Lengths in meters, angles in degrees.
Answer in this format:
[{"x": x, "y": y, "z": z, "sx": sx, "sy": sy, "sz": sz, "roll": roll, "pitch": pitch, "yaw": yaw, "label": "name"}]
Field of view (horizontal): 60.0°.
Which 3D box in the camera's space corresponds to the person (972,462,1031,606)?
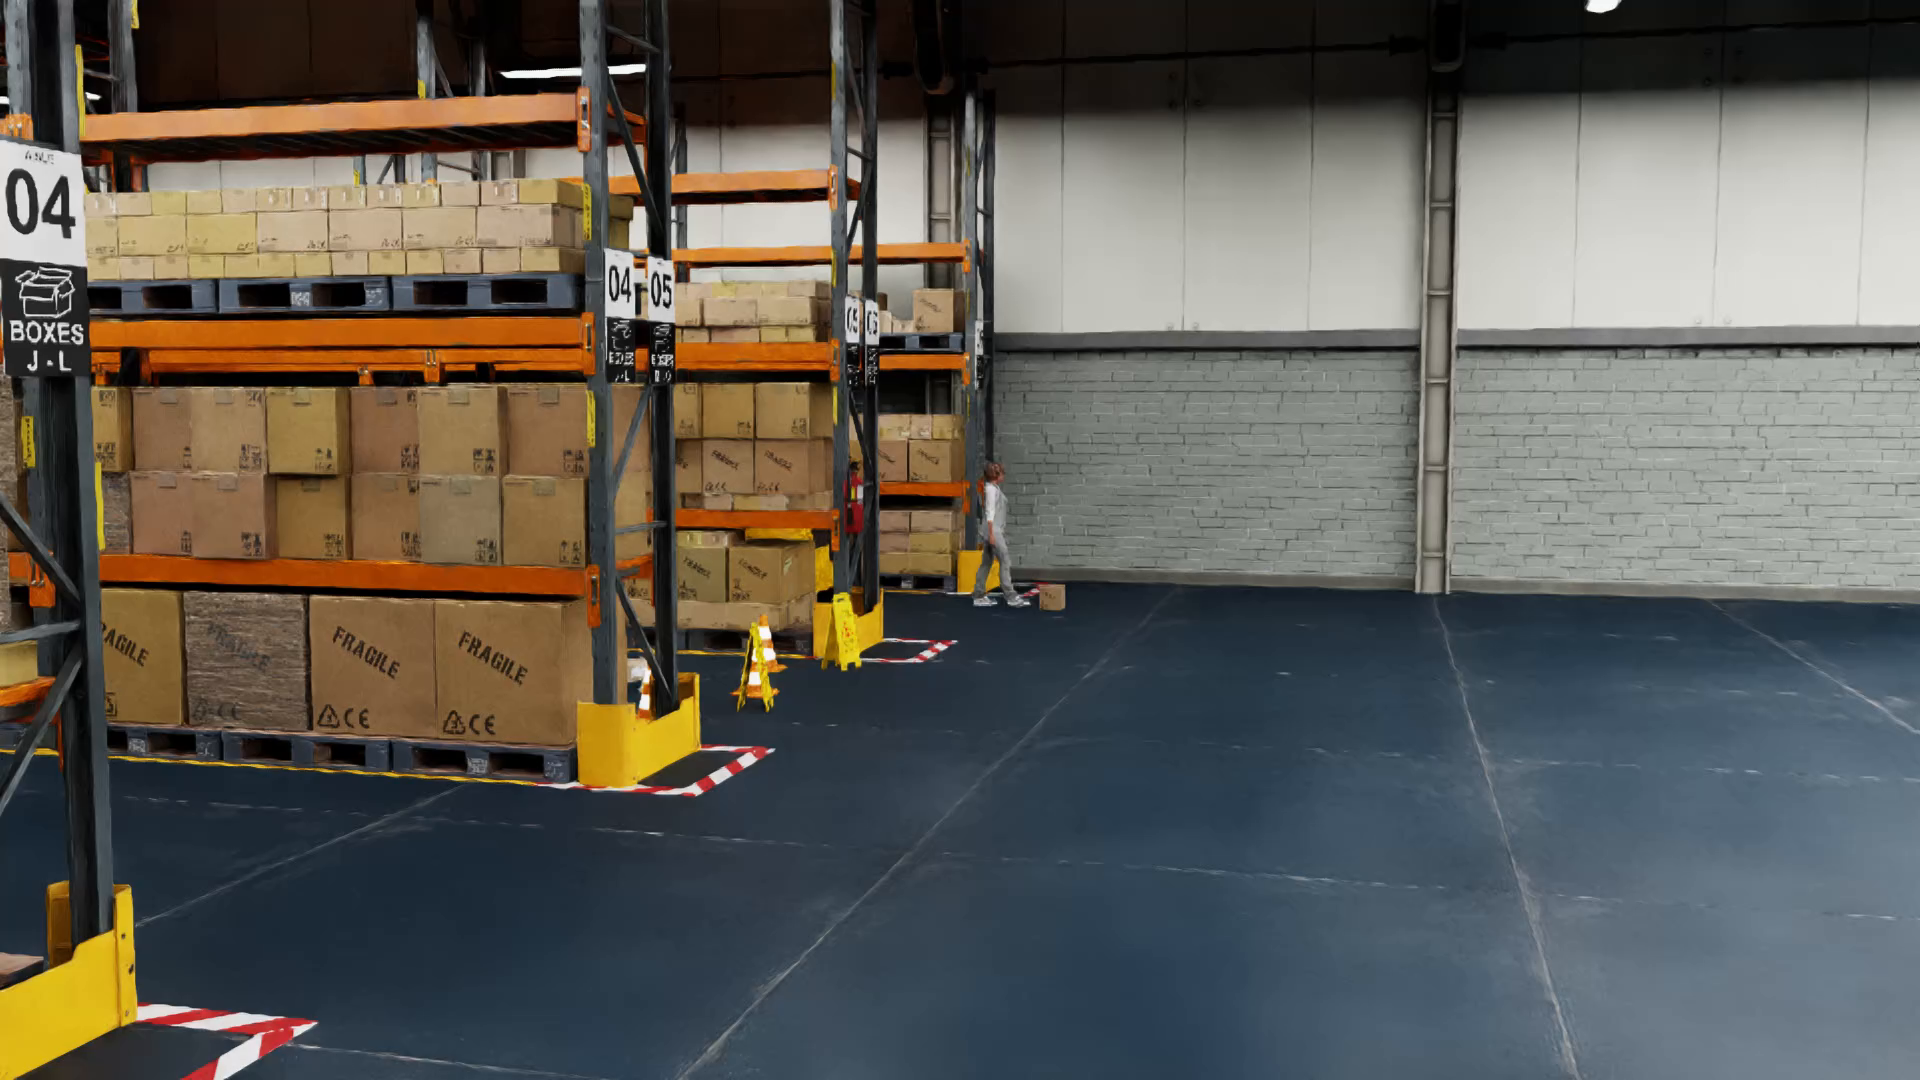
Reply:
[{"x": 0.450, "y": -0.068, "z": 18.290, "sx": 0.644, "sy": 1.590, "sz": 0.435, "roll": 0, "pitch": 5, "yaw": -1, "label": "person"}]
